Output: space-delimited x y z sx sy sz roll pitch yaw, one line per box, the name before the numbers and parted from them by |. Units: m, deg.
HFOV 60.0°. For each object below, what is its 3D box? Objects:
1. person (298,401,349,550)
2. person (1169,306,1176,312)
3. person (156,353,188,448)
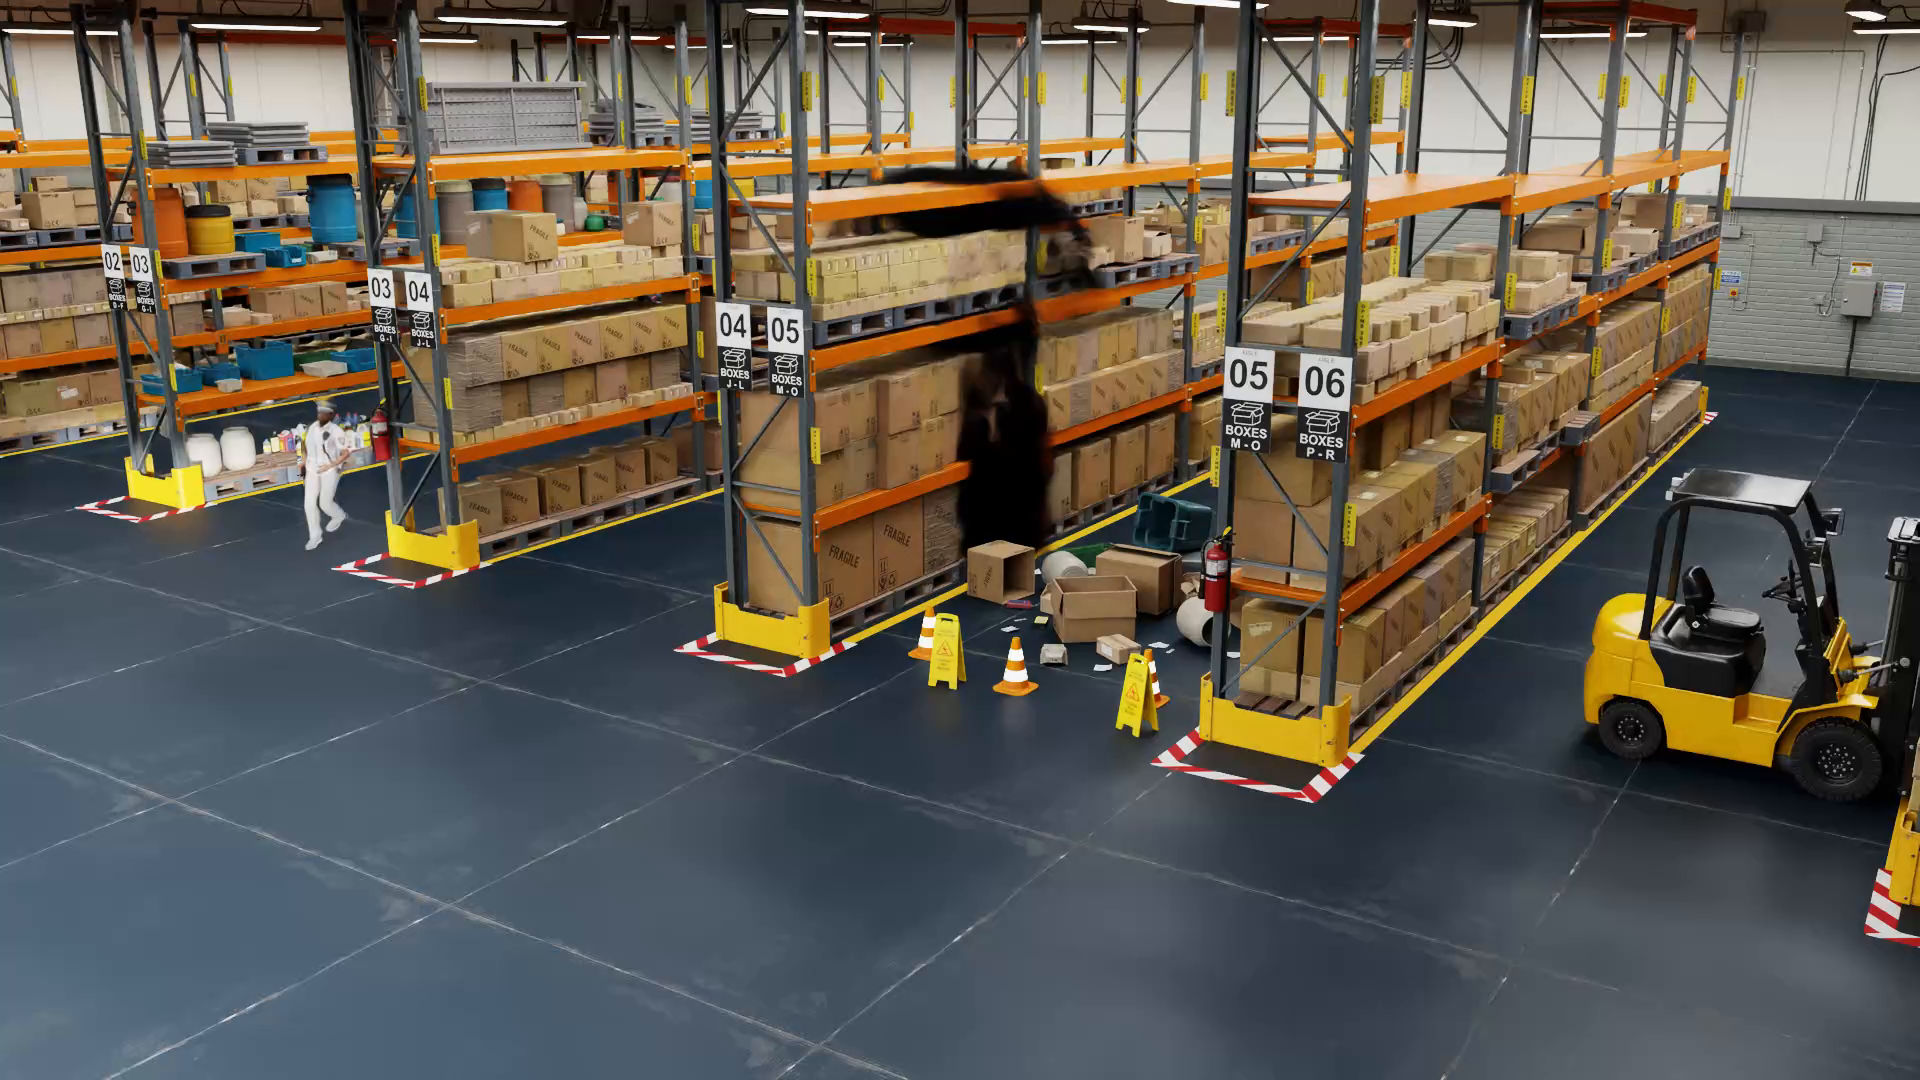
person | -7.204 -0.775 18.953 0.607 1.685 0.746 2 16 9
person | 3.308 -2.901 26.562 0.569 1.656 0.940 11 19 35
person | -10.858 -1.856 22.889 0.589 1.613 0.532 2 16 5
